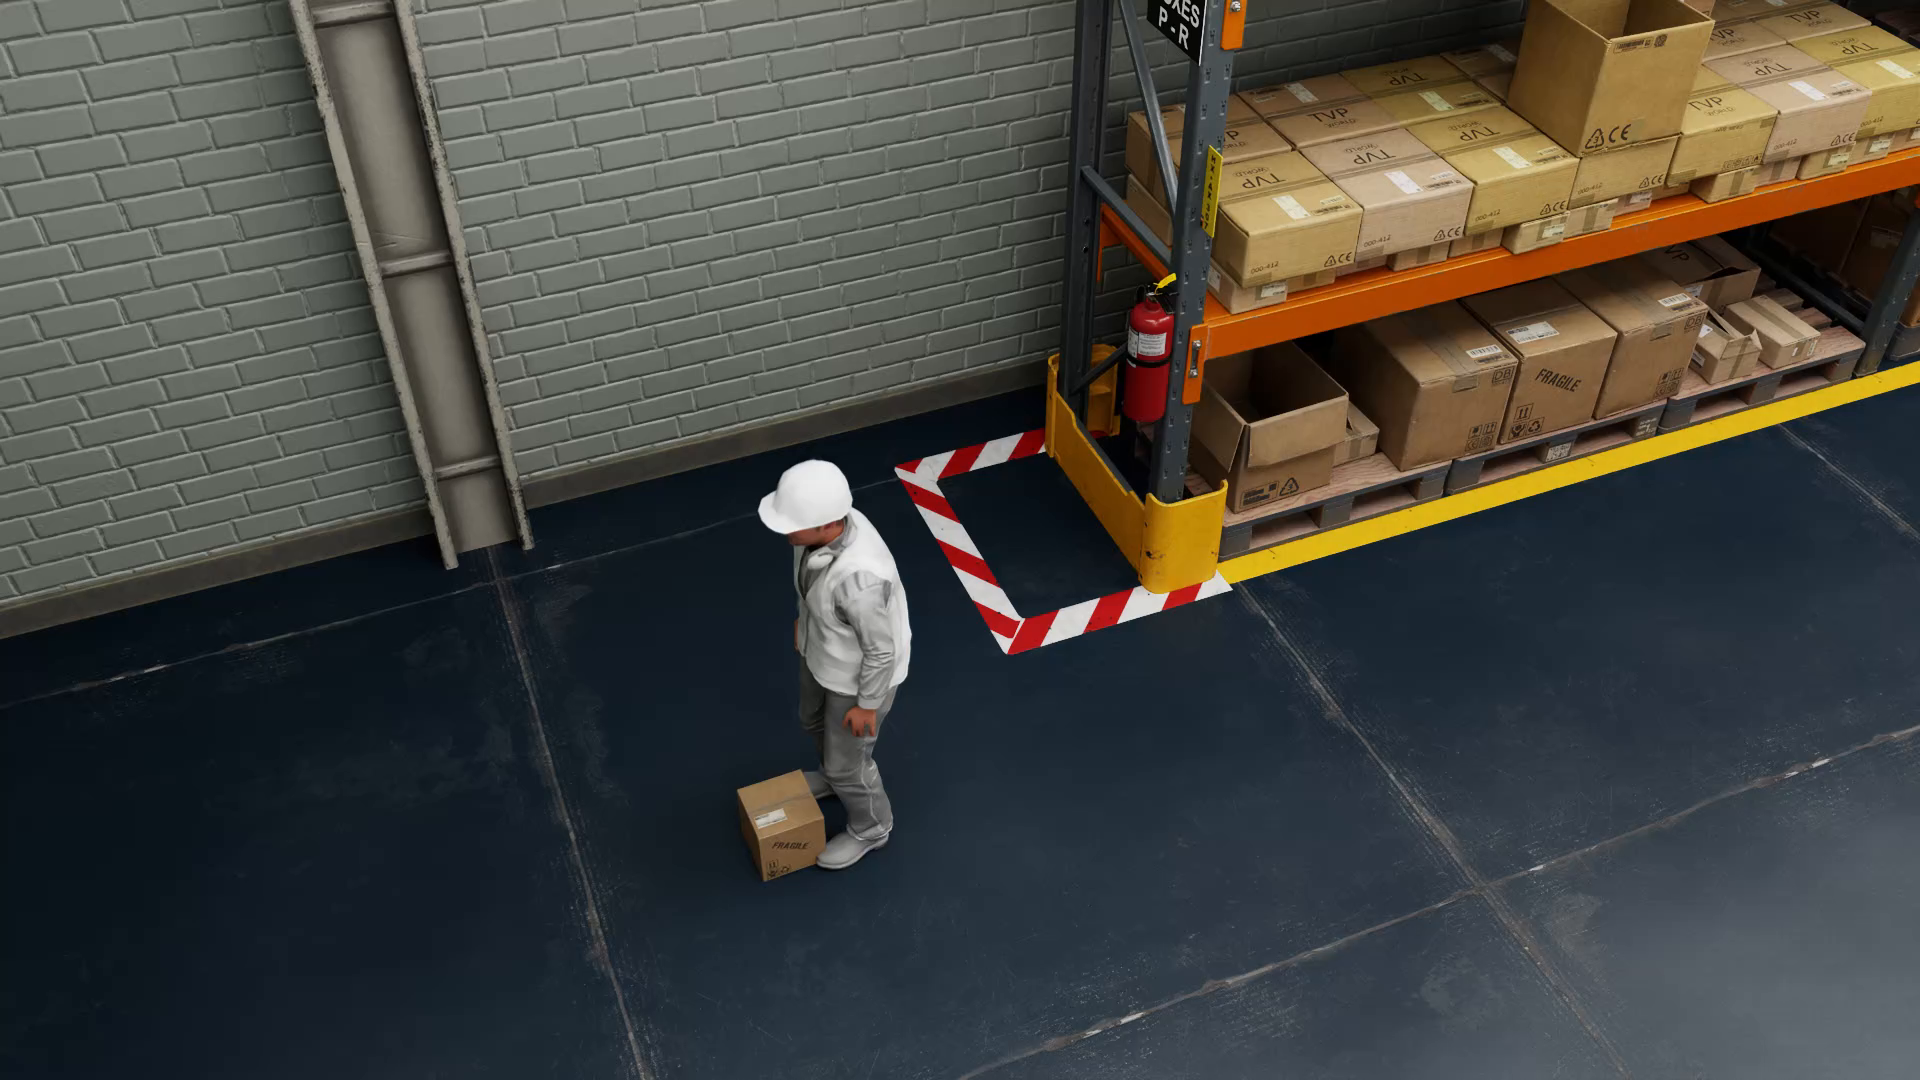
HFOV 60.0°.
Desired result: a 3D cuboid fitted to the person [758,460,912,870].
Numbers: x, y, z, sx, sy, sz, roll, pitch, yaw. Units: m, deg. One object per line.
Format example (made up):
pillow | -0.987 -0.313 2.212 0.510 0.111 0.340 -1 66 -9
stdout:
person | -0.410 0.408 5.679 0.465 1.769 0.580 -17 44 -19
